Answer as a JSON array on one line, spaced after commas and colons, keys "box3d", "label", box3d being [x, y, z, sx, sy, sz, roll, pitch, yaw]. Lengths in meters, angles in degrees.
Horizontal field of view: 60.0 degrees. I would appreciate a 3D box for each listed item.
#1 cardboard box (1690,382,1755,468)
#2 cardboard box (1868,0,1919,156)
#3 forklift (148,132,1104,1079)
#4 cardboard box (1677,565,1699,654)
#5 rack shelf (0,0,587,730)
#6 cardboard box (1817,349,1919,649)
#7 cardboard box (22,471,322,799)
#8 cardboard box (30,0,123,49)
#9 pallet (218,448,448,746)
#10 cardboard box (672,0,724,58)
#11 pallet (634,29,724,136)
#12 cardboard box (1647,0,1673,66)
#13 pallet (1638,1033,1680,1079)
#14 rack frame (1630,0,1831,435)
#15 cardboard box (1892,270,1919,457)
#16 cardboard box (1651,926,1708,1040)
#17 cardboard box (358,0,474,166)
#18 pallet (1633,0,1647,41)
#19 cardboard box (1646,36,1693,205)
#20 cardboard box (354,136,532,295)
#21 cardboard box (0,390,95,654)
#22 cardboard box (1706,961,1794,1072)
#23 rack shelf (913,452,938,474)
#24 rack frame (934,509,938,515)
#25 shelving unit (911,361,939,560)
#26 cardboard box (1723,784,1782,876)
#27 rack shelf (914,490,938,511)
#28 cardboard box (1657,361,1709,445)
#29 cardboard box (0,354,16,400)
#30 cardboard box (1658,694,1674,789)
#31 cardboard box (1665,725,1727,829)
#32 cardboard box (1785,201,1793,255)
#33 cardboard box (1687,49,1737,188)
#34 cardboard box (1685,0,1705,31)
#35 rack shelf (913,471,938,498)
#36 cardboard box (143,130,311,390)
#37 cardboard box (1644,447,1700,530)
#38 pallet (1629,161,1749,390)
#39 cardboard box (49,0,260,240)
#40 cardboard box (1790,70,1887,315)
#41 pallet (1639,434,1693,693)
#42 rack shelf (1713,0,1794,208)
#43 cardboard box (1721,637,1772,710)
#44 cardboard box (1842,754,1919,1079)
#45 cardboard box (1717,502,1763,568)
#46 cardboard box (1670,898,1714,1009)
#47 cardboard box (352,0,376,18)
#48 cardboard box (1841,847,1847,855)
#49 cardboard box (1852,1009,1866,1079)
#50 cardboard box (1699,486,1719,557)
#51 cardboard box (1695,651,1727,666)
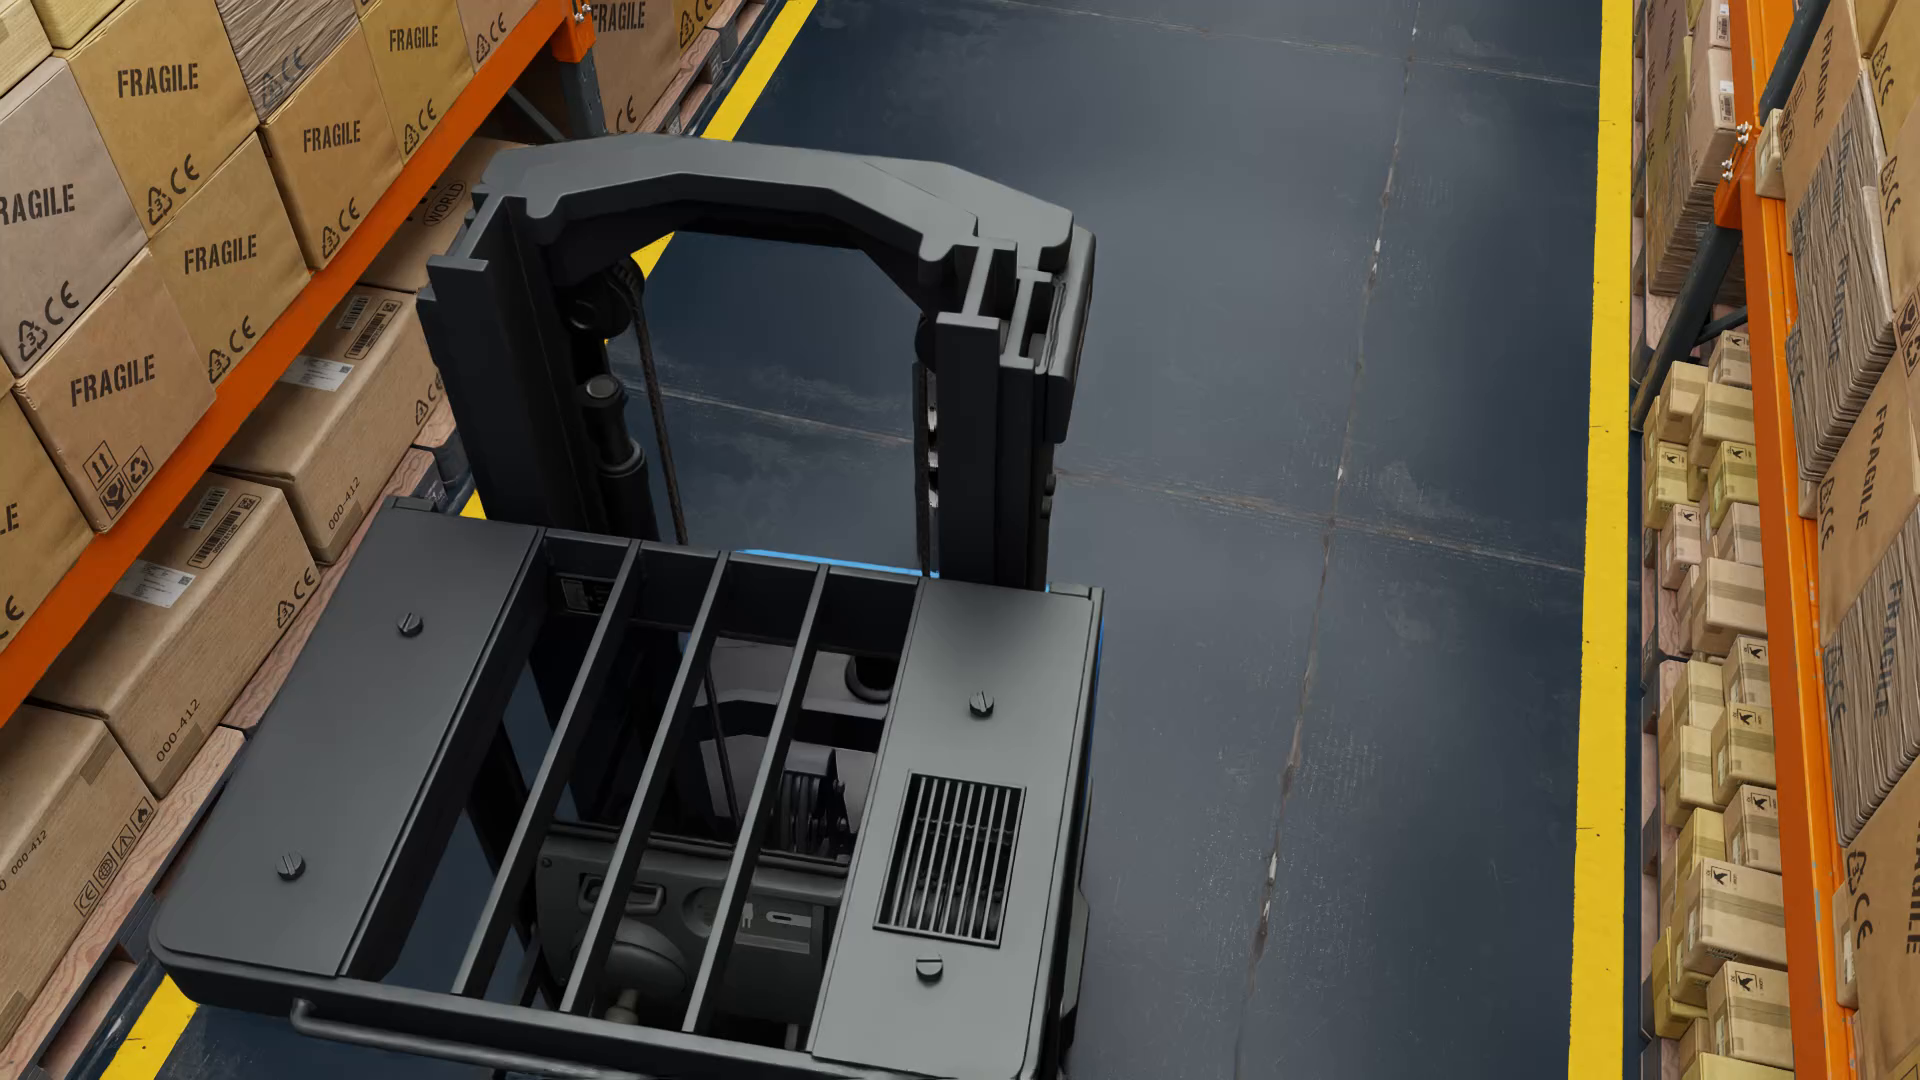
[{"box3d": [2.535, -0.330, 5.266, 0.380, 0.149, 0.250, 14, 50, 12], "label": "cardboard box"}, {"box3d": [2.479, -1.140, 3.823, 0.500, 0.500, 0.500, 10, 49, 9], "label": "cardboard box"}, {"box3d": [-0.378, 0.905, 2.996, 1.130, 2.935, 3.031, 7, 49, 6], "label": "forklift"}, {"box3d": [2.445, 0.247, 5.153, 0.380, 0.149, 0.250, 11, 49, 9], "label": "cardboard box"}, {"box3d": [-2.374, -0.553, 4.717, 1.077, 0.370, 4.000, 12, 50, 10], "label": "rack shelf"}, {"box3d": [2.178, -0.047, 3.525, 0.500, 0.500, 0.500, 14, 50, 12], "label": "cardboard box"}, {"box3d": [-2.590, 0.204, 4.998, 0.875, 0.438, 0.875, 13, 50, 11], "label": "cardboard box"}, {"box3d": [-2.091, -1.238, 3.676, 0.380, 0.149, 0.250, 10, 49, 9], "label": "cardboard box"}, {"box3d": [-2.442, 0.105, 5.517, 1.003, 0.211, 1.213, 12, 50, 10], "label": "pallet"}, {"box3d": [-1.531, -2.793, 7.351, 0.875, 0.875, 0.875, 13, 50, 11], "label": "cardboard box"}, {"box3d": [-1.717, -1.888, 7.275, 1.003, 0.211, 1.213, 12, 50, 10], "label": "pallet"}, {"box3d": [3.316, -2.341, 7.203, 0.500, 0.500, 0.500, 10, 49, 9], "label": "cardboard box"}, {"box3d": [2.170, 1.847, 3.979, 1.003, 0.211, 1.213, 12, 50, 10], "label": "pallet"}, {"box3d": [2.955, -1.334, 4.927, 1.000, 3.000, 0.127, 12, 50, 10], "label": "rack frame"}, {"box3d": [2.180, -0.411, 3.180, 0.500, 0.500, 0.500, 10, 49, 9], "label": "cardboard box"}, {"box3d": [2.021, 1.184, 4.326, 0.380, 0.149, 0.250, 10, 49, 8], "label": "cardboard box"}, {"box3d": [-1.853, -1.511, 5.017, 0.500, 0.500, 0.500, 10, 49, 9], "label": "cardboard box"}, {"box3d": [3.801, -2.739, 8.027, 1.003, 0.211, 1.213, 12, 50, 10], "label": "pallet"}, {"box3d": [3.042, -1.602, 6.550, 0.500, 0.500, 0.500, 11, 49, 9], "label": "cardboard box"}, {"box3d": [-2.116, -1.096, 6.145, 0.875, 0.438, 0.875, 11, 49, 9], "label": "cardboard box"}, {"box3d": [-2.390, -0.039, 3.717, 0.500, 0.500, 0.500, 11, 49, 10], "label": "cardboard box"}, {"box3d": [1.993, 1.177, 3.936, 0.380, 0.149, 0.250, 10, 49, 9], "label": "cardboard box"}, {"box3d": [-0.002, -0.270, 5.432, 0.258, 0.077, 0.200, 12, 50, 10], "label": "rack shelf"}, {"box3d": [0.025, -0.365, 5.472, 0.240, 0.900, 0.006, 12, 50, 10], "label": "rack frame"}, {"box3d": [-0.002, -0.292, 5.407, 0.258, 0.900, 0.210, 12, 50, 10], "label": "shelving unit"}, {"box3d": [2.187, 0.802, 4.266, 0.380, 0.149, 0.250, 10, 49, 9], "label": "cardboard box"}, {"box3d": [-0.002, -0.151, 5.567, 0.258, 0.077, 0.200, 12, 50, 10], "label": "rack shelf"}, {"box3d": [2.551, -0.429, 5.551, 0.380, 0.149, 0.250, 14, 50, 12], "label": "cardboard box"}, {"box3d": [-2.370, -0.374, 3.346, 0.500, 0.500, 0.500, 10, 49, 9], "label": "cardboard box"}, {"box3d": [2.247, 0.617, 4.826, 0.380, 0.149, 0.250, 10, 49, 9], "label": "cardboard box"}, {"box3d": [2.156, 0.688, 4.565, 0.380, 0.149, 0.250, 12, 50, 10], "label": "cardboard box"}, {"box3d": [2.568, -0.909, 4.719, 0.380, 0.149, 0.250, 13, 50, 11], "label": "cardboard box"}, {"box3d": [2.907, -1.482, 5.945, 0.500, 0.250, 0.500, 10, 49, 9], "label": "cardboard box"}, {"box3d": [3.181, -2.237, 6.610, 0.500, 0.250, 0.500, 10, 49, 8], "label": "cardboard box"}, {"box3d": [-0.002, -0.210, 5.500, 0.258, 0.077, 0.200, 12, 50, 10], "label": "rack shelf"}, {"box3d": [-2.123, -0.769, 4.362, 0.500, 0.500, 0.500, 13, 50, 11], "label": "cardboard box"}, {"box3d": [2.479, -0.137, 5.492, 0.380, 0.149, 0.250, 13, 50, 11], "label": "cardboard box"}, {"box3d": [3.158, -0.974, 6.469, 1.003, 0.211, 1.213, 12, 50, 10], "label": "pallet"}, {"box3d": [-2.111, -1.109, 3.995, 0.500, 0.500, 0.500, 12, 50, 10], "label": "cardboard box"}, {"box3d": [2.458, -0.797, 4.188, 0.500, 0.500, 0.500, 12, 50, 10], "label": "cardboard box"}, {"box3d": [2.812, 0.082, 5.537, 1.003, 0.211, 1.213, 12, 50, 10], "label": "pallet"}, {"box3d": [3.481, -2.542, 6.473, 1.077, 0.370, 4.000, 12, 50, 10], "label": "rack shelf"}, {"box3d": [2.331, 0.437, 4.588, 0.380, 0.149, 0.250, 10, 49, 8], "label": "cardboard box"}, {"box3d": [1.913, 0.681, 2.884, 0.500, 0.500, 0.500, 11, 49, 9], "label": "cardboard box"}, {"box3d": [2.469, 0.055, 4.925, 0.380, 0.149, 0.250, 10, 49, 9], "label": "cardboard box"}, {"box3d": [2.025, 1.074, 4.224, 0.380, 0.149, 0.250, 12, 50, 11], "label": "cardboard box"}, {"box3d": [-1.846, -1.840, 4.640, 0.500, 0.500, 0.500, 11, 49, 9], "label": "cardboard box"}, {"box3d": [2.011, 0.620, 3.369, 0.380, 0.149, 0.250, 10, 49, 8], "label": "cardboard box"}, {"box3d": [1.868, 0.994, 3.039, 0.380, 0.149, 0.250, 11, 50, 10], "label": "cardboard box"}, {"box3d": [2.541, -0.045, 5.212, 0.380, 0.149, 0.250, 11, 50, 10], "label": "cardboard box"}, {"box3d": [2.372, 0.344, 4.868, 0.380, 0.149, 0.250, 14, 50, 12], "label": "cardboard box"}]
